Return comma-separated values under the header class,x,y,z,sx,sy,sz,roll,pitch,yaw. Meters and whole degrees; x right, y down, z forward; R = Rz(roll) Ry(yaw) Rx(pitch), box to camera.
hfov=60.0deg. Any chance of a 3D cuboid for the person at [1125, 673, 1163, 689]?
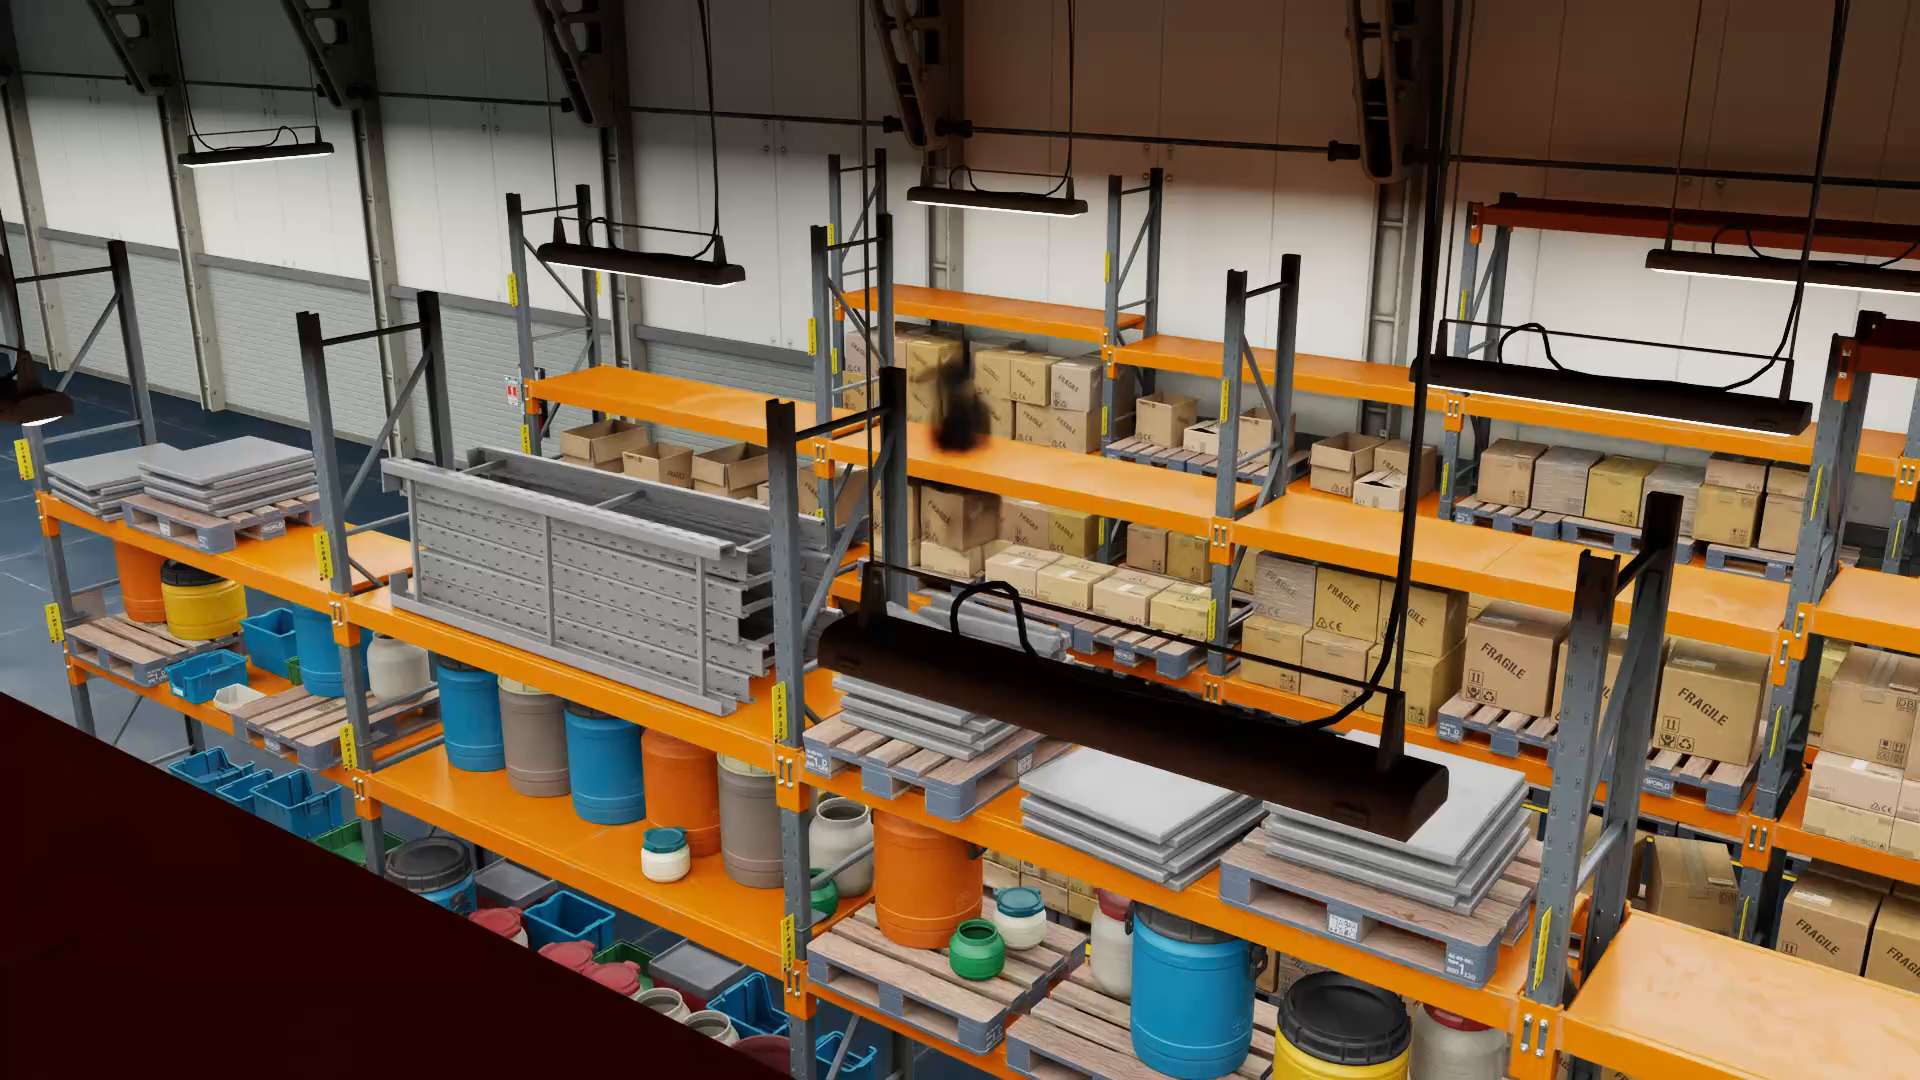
class,x,y,z,sx,sy,sz,roll,pitch,yaw
person,1.941,1.608,17.622,0.832,1.774,0.604,11,21,30
